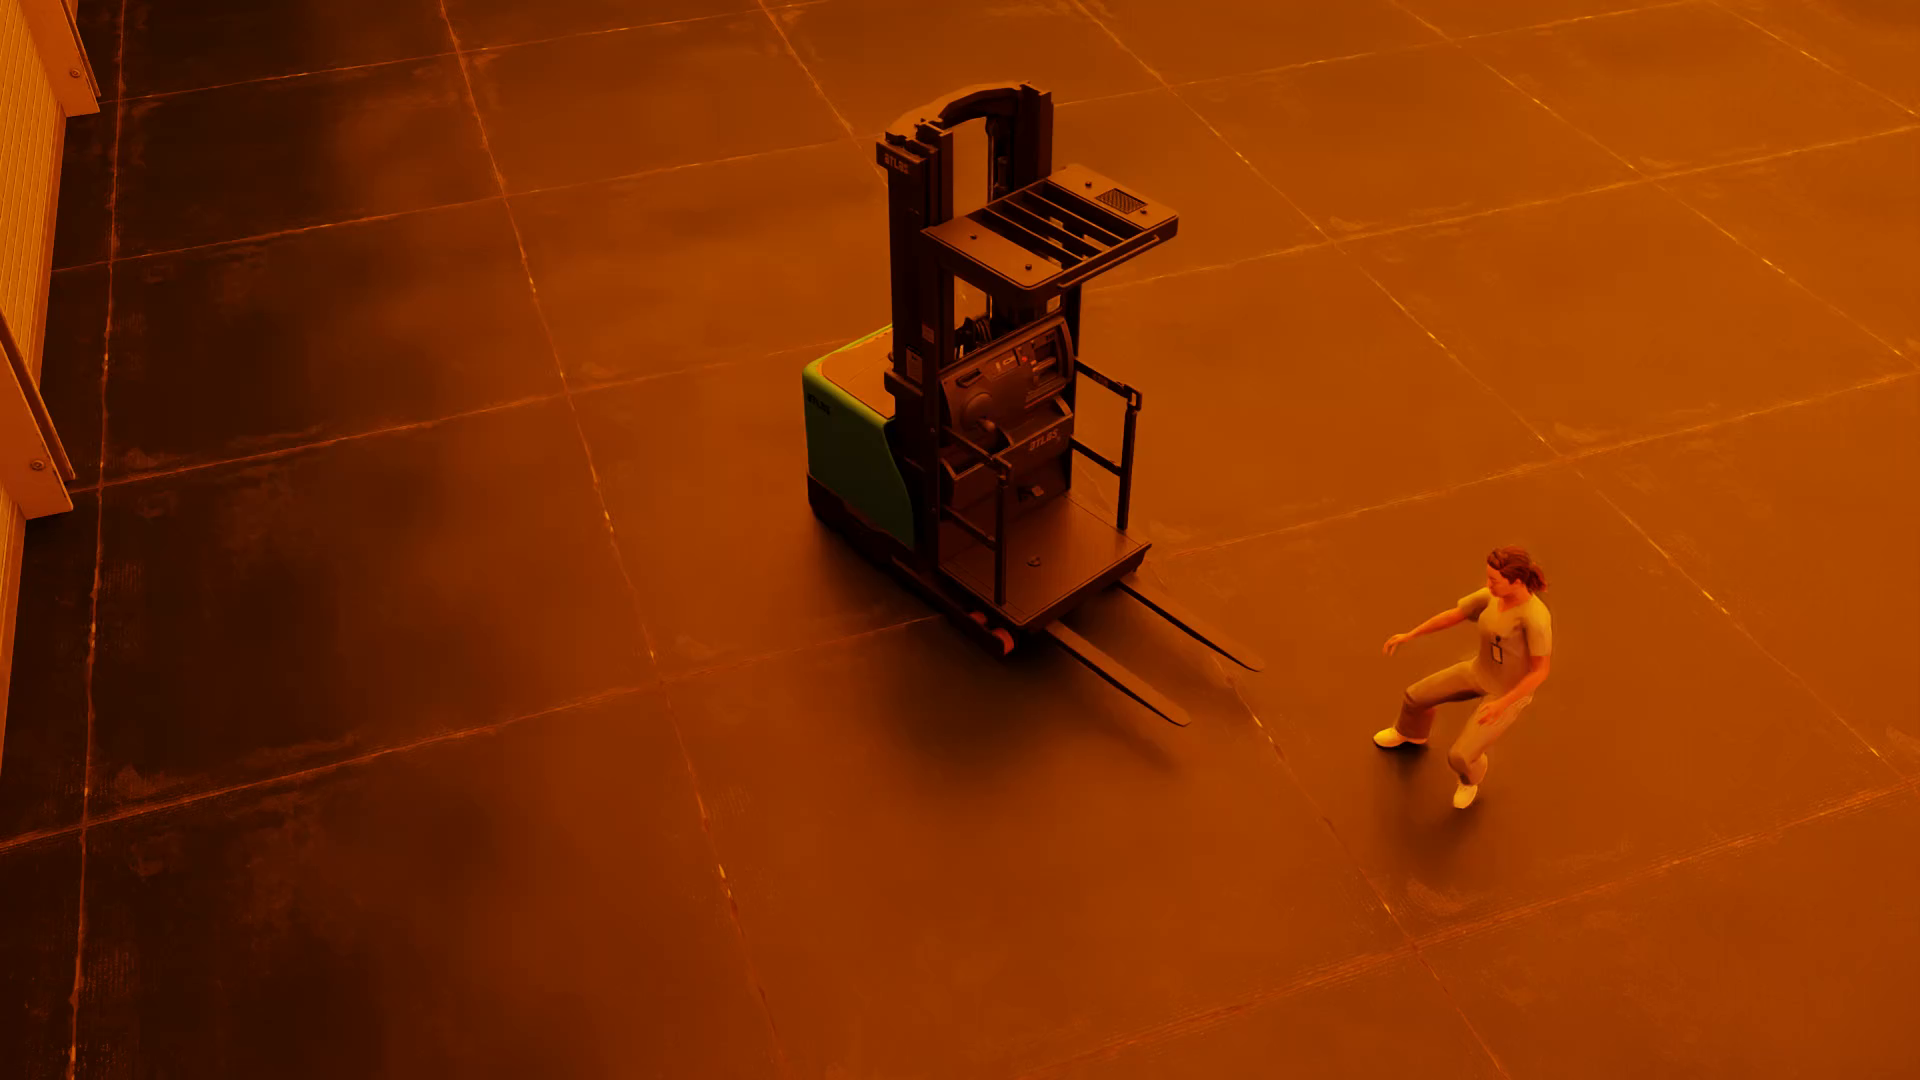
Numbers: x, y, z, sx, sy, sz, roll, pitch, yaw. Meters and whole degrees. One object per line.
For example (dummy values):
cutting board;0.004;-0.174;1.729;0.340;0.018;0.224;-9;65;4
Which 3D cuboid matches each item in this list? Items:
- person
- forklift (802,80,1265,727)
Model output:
person;2.525;0.687;8.278;0.666;1.510;0.754;-12;41;-14
forklift;0.409;-0.833;8.988;1.130;2.935;3.031;-30;49;-31
